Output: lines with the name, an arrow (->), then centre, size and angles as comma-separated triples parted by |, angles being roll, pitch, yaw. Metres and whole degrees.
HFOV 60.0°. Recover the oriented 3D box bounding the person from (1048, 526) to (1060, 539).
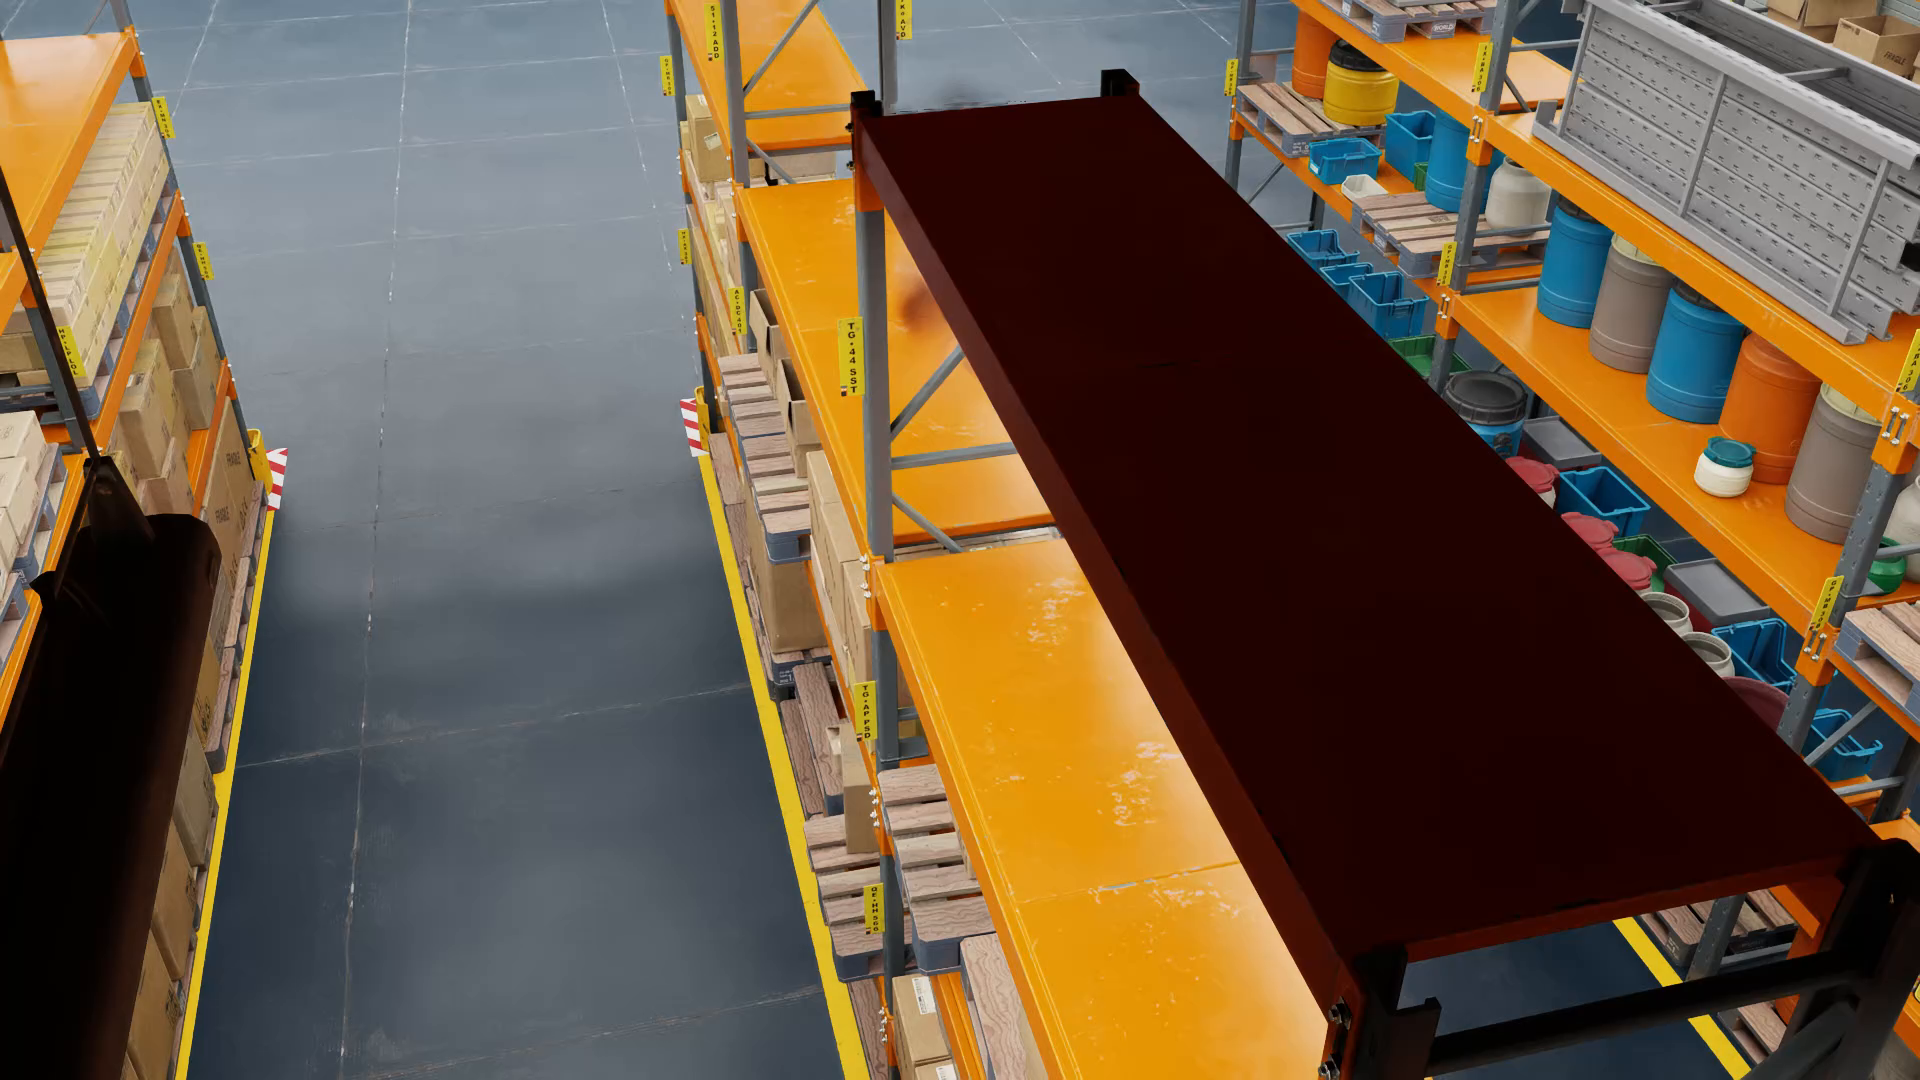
person -> 0.378, 0.190, 12.313 | 0.758, 1.692, 0.647 | 4, 35, 6
